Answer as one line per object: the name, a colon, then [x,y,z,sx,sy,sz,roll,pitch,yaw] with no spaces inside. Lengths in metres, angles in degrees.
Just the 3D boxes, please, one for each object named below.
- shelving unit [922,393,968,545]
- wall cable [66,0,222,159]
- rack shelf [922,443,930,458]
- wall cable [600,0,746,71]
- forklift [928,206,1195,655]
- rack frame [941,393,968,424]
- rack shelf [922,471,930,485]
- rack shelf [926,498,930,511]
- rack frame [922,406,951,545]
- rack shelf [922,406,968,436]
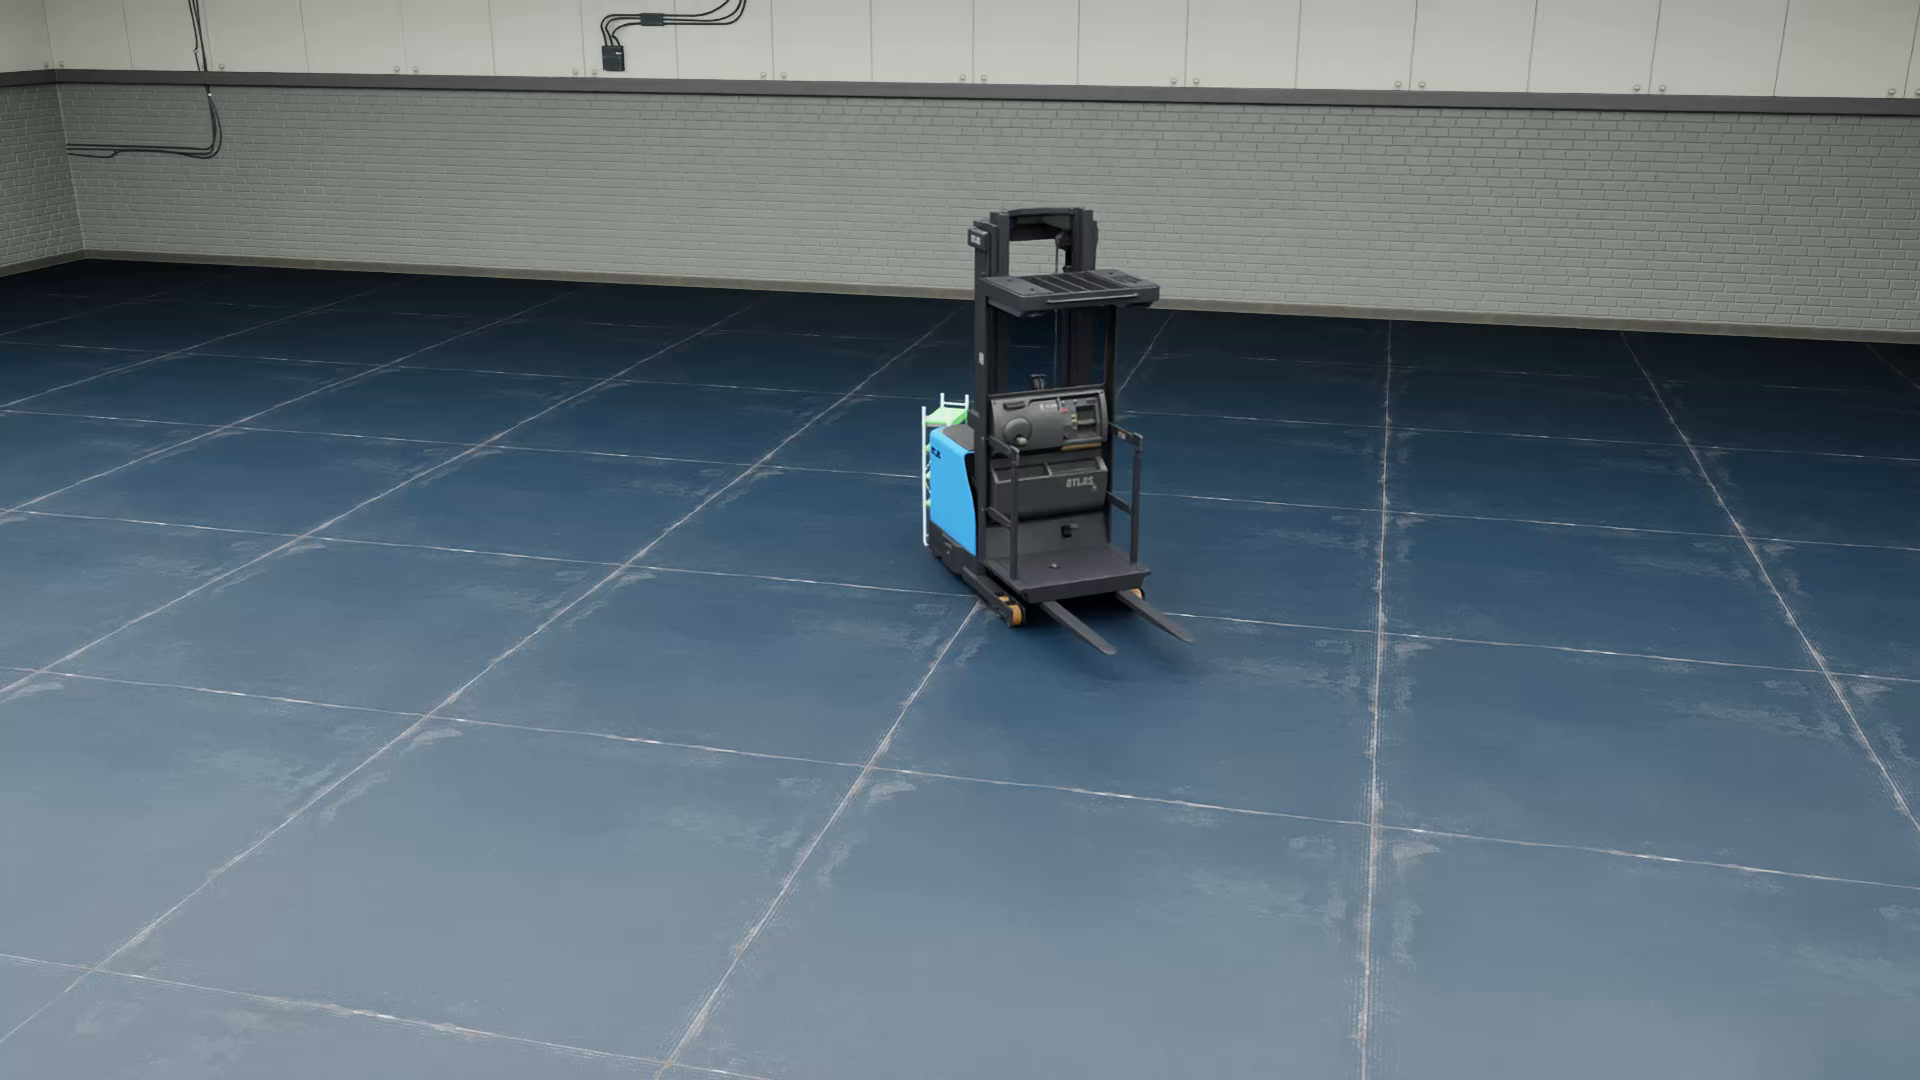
shelving unit: [-0.120,-0.594,14.071,0.258,1.200,0.503,6,20,17]
wall cable: [-13.393,-7.432,26.830,3.097,2.526,0.112,5,19,13]
rack shelf: [-0.120,-0.761,14.014,0.258,0.148,0.480,6,20,17]
wall cable: [-4.191,-9.757,23.568,2.305,6.003,0.169,5,19,13]
forklift: [0.754,-0.898,12.281,1.130,2.935,3.031,-7,20,-20]
rack frame: [-0.046,-0.670,14.291,0.240,1.200,0.015,6,20,17]
rack shelf: [-0.120,-0.534,14.092,0.258,0.148,0.480,6,20,17]
rack shelf: [-0.120,-0.307,14.170,0.258,0.148,0.480,6,20,17]
rack frame: [-0.194,-0.519,13.851,0.240,1.200,0.015,6,20,17]
rack shelf: [-0.120,-0.988,13.937,0.258,0.148,0.480,6,20,17]
